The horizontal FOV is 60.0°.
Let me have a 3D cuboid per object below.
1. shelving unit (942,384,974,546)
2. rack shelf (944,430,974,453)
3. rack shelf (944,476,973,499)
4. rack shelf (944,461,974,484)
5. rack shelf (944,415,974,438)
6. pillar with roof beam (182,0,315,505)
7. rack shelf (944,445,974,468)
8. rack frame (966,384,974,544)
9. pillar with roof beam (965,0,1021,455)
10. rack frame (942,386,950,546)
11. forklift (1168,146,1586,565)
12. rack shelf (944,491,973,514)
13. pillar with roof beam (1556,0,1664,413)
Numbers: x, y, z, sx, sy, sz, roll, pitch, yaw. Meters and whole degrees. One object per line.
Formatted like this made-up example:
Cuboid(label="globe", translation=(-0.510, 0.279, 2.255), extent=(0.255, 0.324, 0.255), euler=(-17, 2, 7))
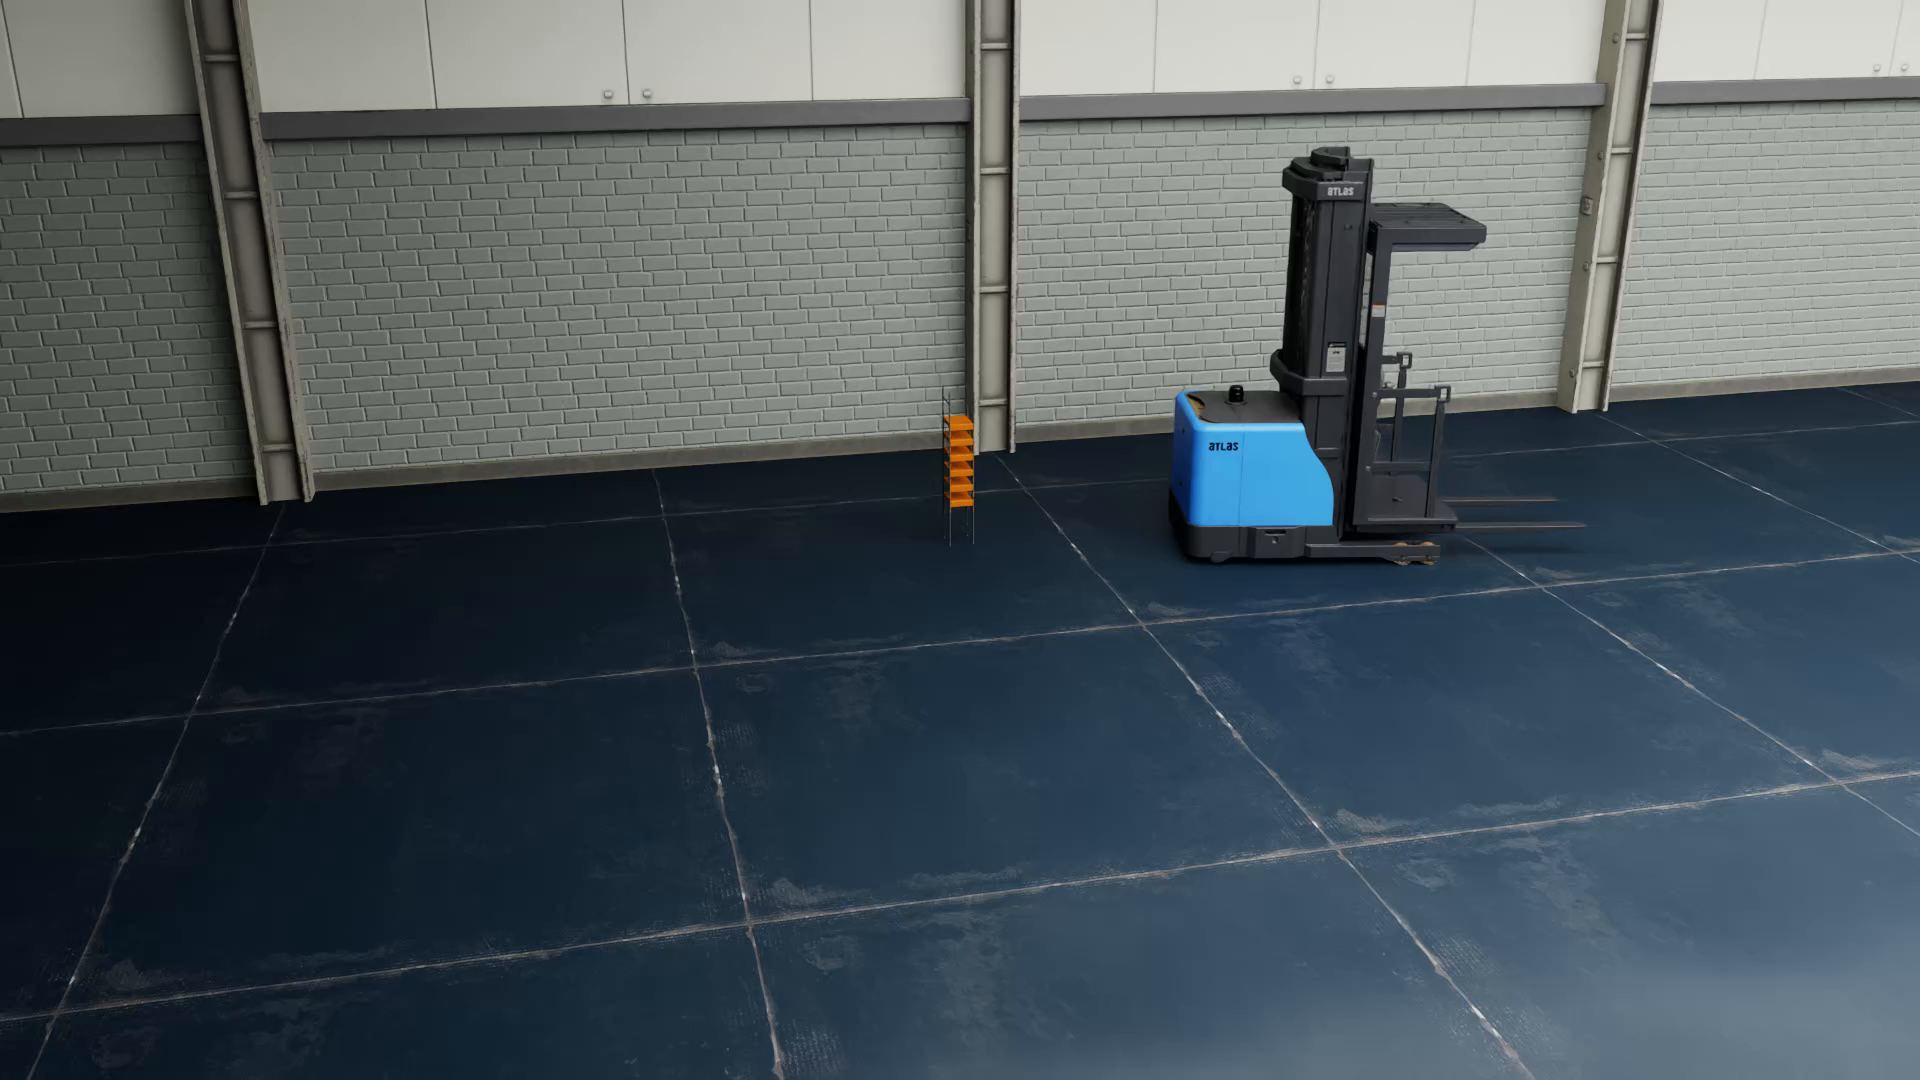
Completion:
Cuboid(label="shelving unit", translation=(-0.014, -0.562, 12.605), extent=(0.189, 1.200, 0.258), euler=(-5, 21, -12))
Cuboid(label="rack shelf", translation=(-0.014, -0.746, 12.538), extent=(0.180, 0.103, 0.258), euler=(-5, 21, -12))
Cuboid(label="rack shelf", translation=(-0.014, -0.408, 12.662), extent=(0.180, 0.103, 0.258), euler=(-5, 21, -12))
Cuboid(label="rack shelf", translation=(-0.014, -0.521, 12.620), extent=(0.180, 0.103, 0.258), euler=(-5, 21, -12))
Cuboid(label="rack shelf", translation=(-0.014, -0.859, 12.497), extent=(0.180, 0.103, 0.258), euler=(-5, 21, -12))
Cuboid(label="pillar with roof beam", translation=(-4.576, -3.136, 8.293), extent=(0.400, 9.000, 9.100), euler=(-5, 21, -12))
Cuboid(label="rack shelf", translation=(-0.014, -0.633, 12.579), extent=(0.180, 0.103, 0.258), euler=(-5, 21, -12))
Cuboid(label="rack frame", translation=(0.075, -0.569, 12.625), extent=(0.006, 1.200, 0.240), euler=(-5, 21, -12))
Cuboid(label="pillar with roof beam", translation=(1.263, -3.611, 9.590), extent=(0.400, 9.000, 9.100), euler=(-5, 21, -12))
Cuboid(label="rack frame", translation=(-0.103, -0.555, 12.585), extent=(0.006, 1.200, 0.240), euler=(-5, 21, -12))
Cuboid(label="forklift", translation=(3.172, -1.373, 12.303), extent=(3.031, 2.935, 1.130), euler=(0, 20, -1))
Cuboid(label="rack shelf", translation=(-0.014, -0.295, 12.703), extent=(0.180, 0.103, 0.258), euler=(-5, 21, -12))
Cuboid(label="pillar with roof beam", translation=(7.102, -4.086, 10.886), extent=(0.400, 9.000, 9.100), euler=(-5, 21, -12))
